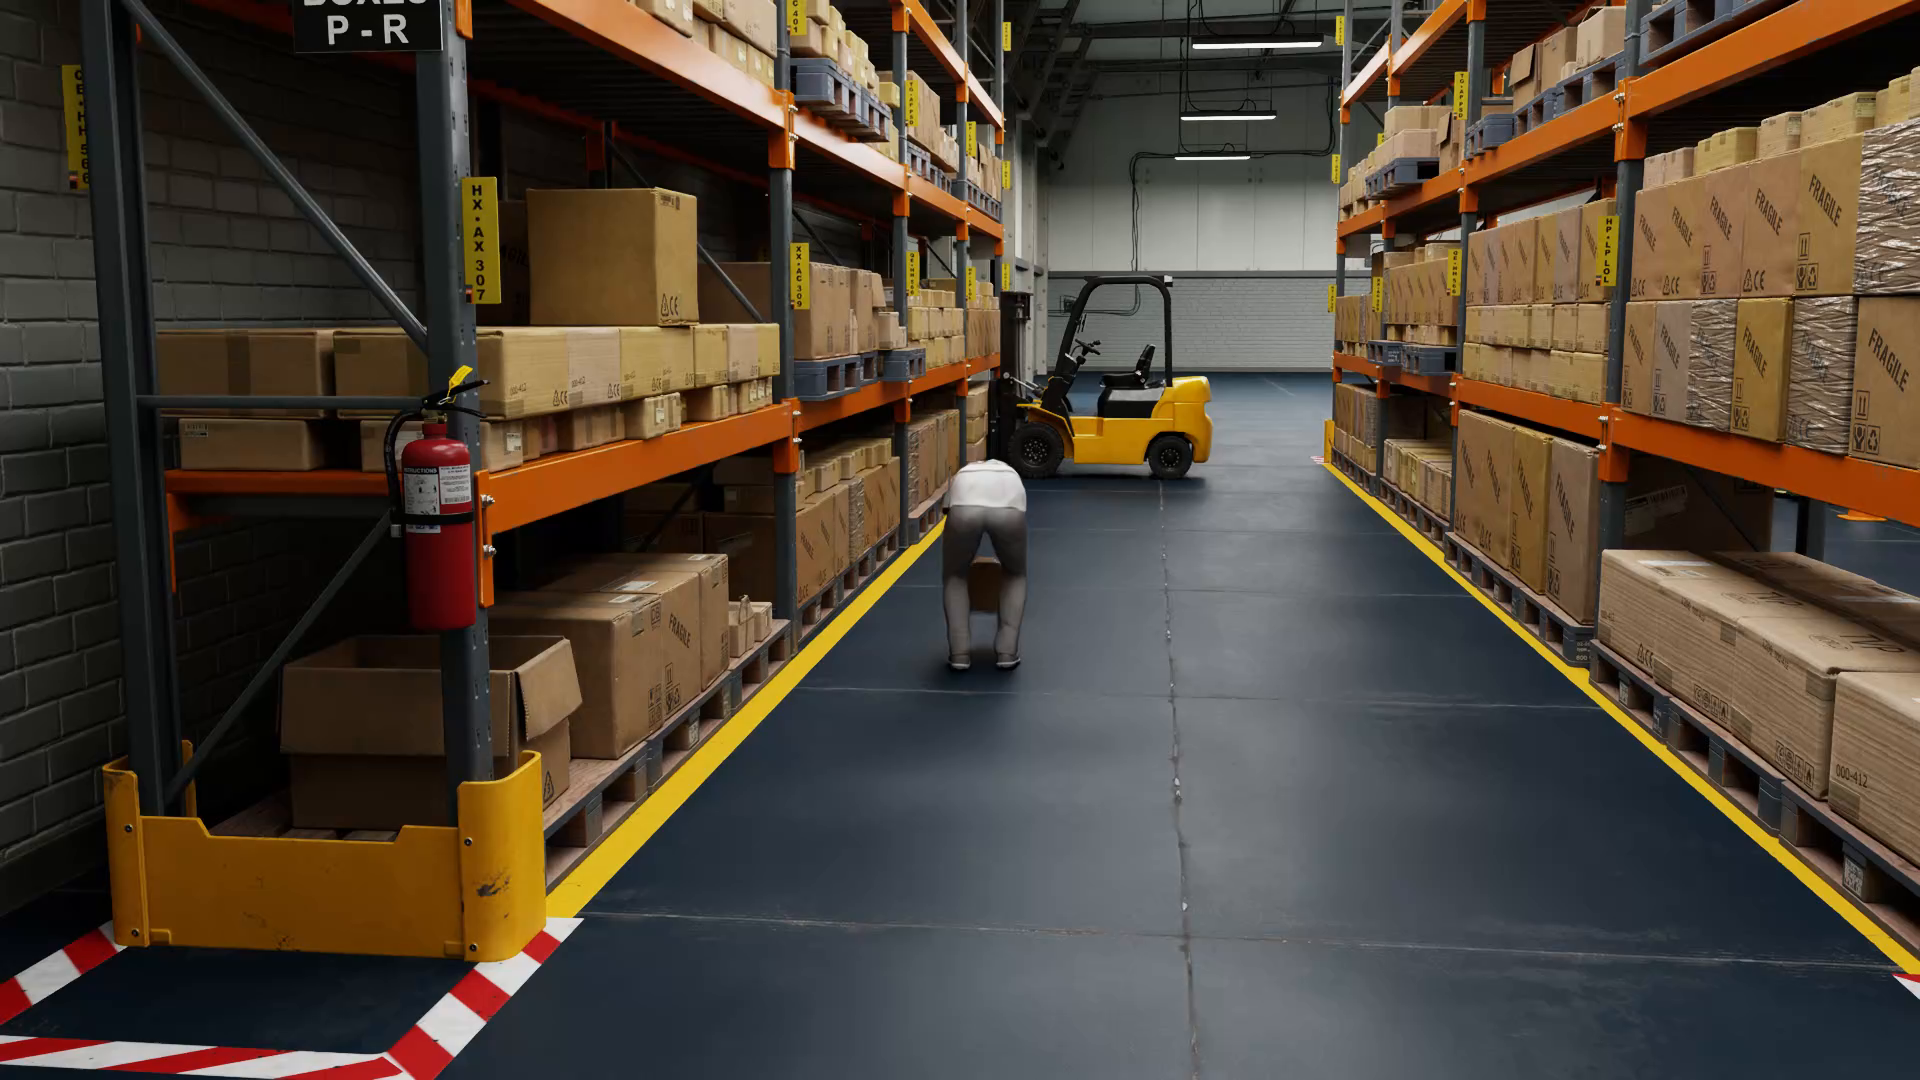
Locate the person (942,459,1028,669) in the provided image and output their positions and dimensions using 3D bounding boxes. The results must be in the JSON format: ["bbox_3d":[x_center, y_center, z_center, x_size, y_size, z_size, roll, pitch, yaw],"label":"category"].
[{"bbox_3d":[0.127,0.103,8.440,0.431,1.022,0.938,0,8,2],"label":"person"}]
